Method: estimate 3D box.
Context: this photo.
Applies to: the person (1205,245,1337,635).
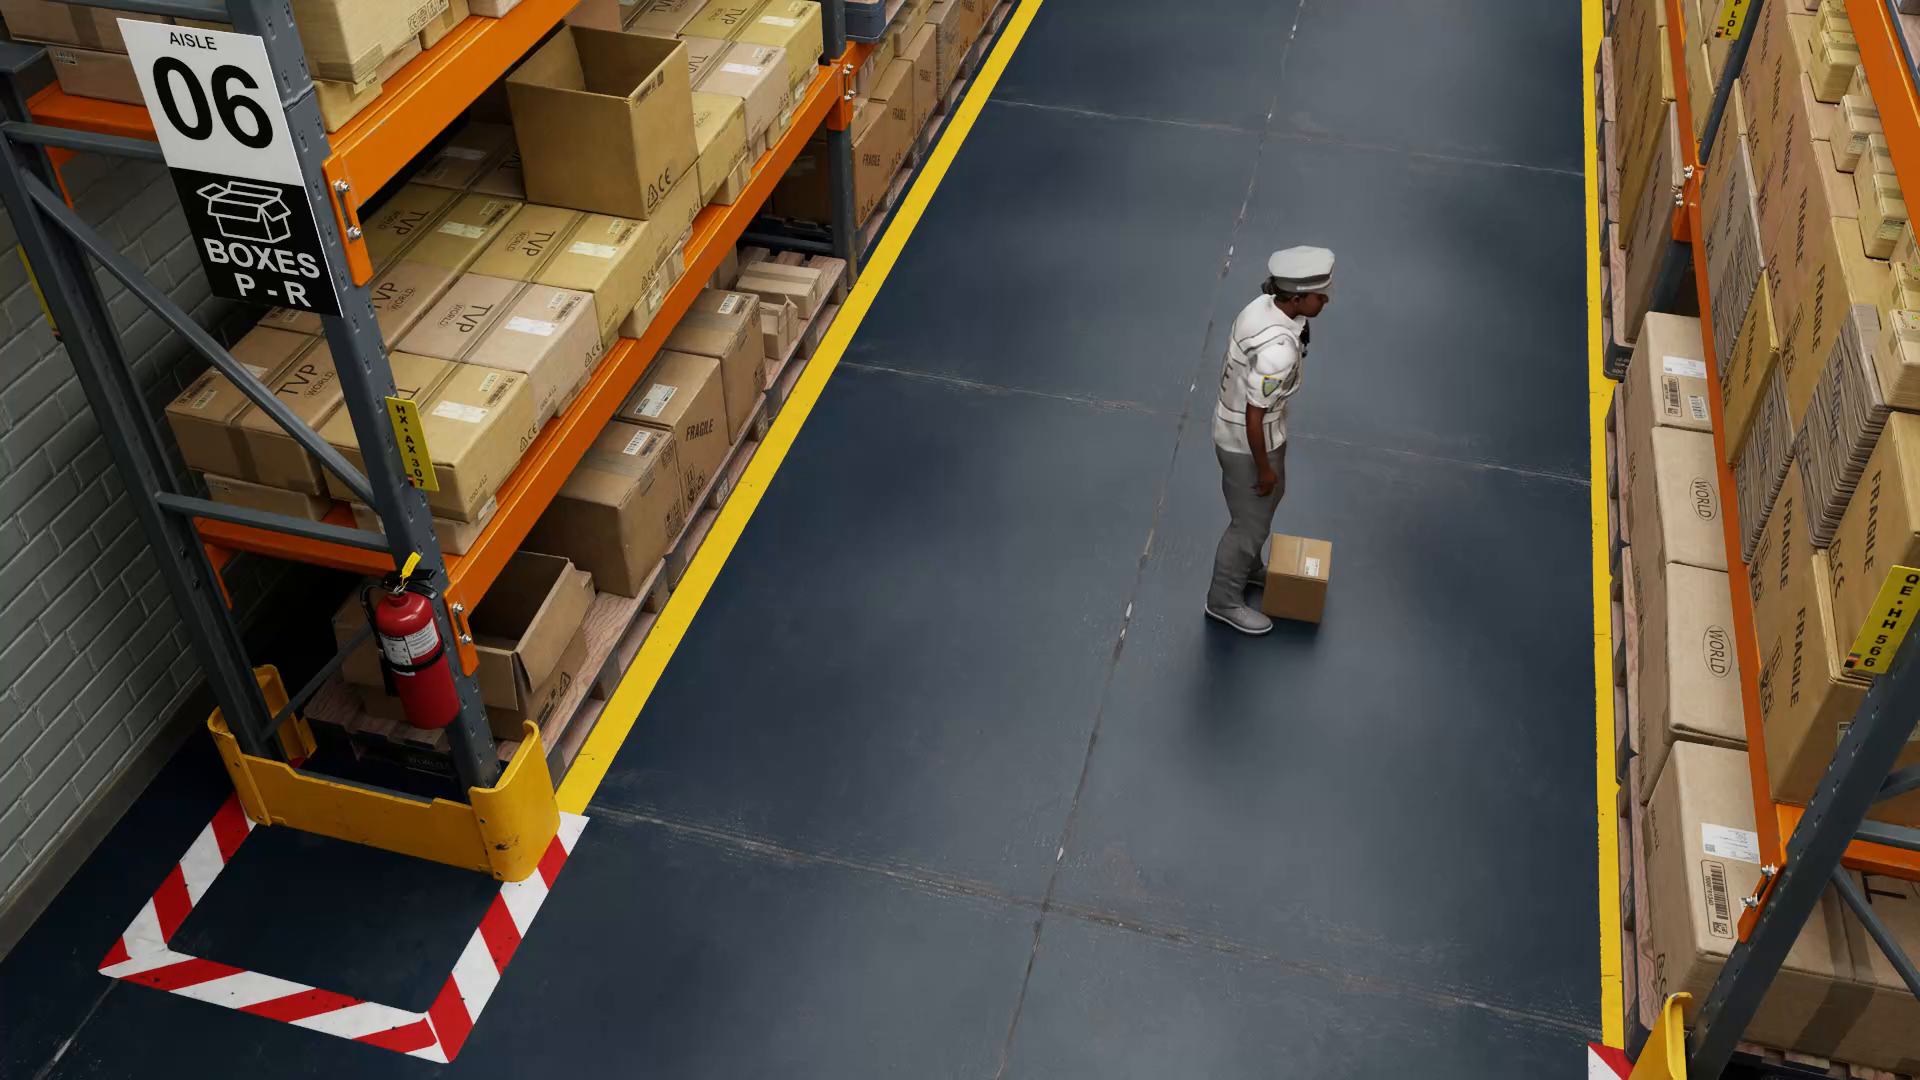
[{"bbox_3d":[1.210,-0.404,6.615,0.420,1.664,0.531,8,42,9],"label":"person"}]
